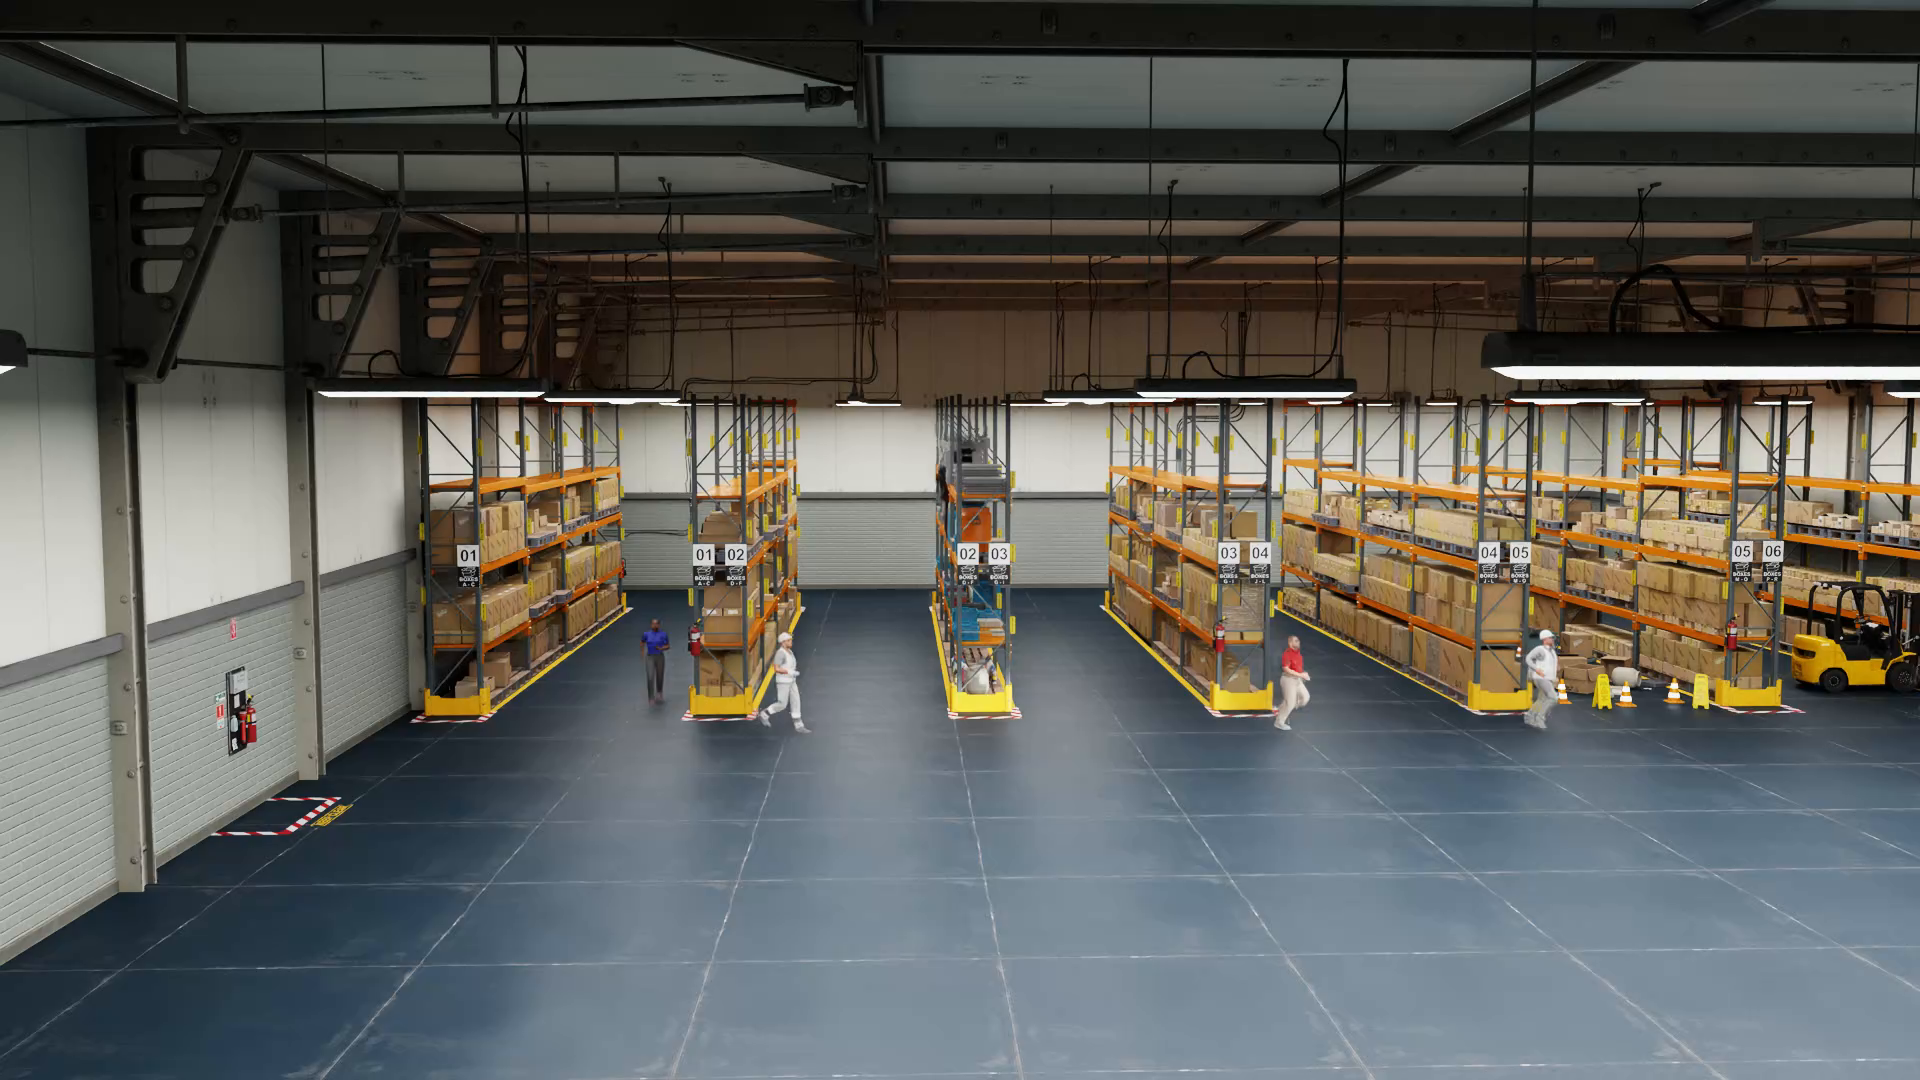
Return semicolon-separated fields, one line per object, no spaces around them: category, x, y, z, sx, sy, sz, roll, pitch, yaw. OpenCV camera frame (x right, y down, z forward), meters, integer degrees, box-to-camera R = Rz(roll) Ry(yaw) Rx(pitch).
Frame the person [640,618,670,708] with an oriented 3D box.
person;-5.898;2.349;32.177;0.566;1.687;0.864;-1;5;-10

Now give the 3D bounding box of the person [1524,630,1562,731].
person;10.478;2.505;29.808;0.642;1.791;0.681;4;6;44

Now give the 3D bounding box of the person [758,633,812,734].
person;-3.087;2.517;29.269;0.993;1.781;0.658;2;5;19

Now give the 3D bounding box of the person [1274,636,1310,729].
person;5.988;2.545;29.770;0.677;1.687;0.701;3;6;35
